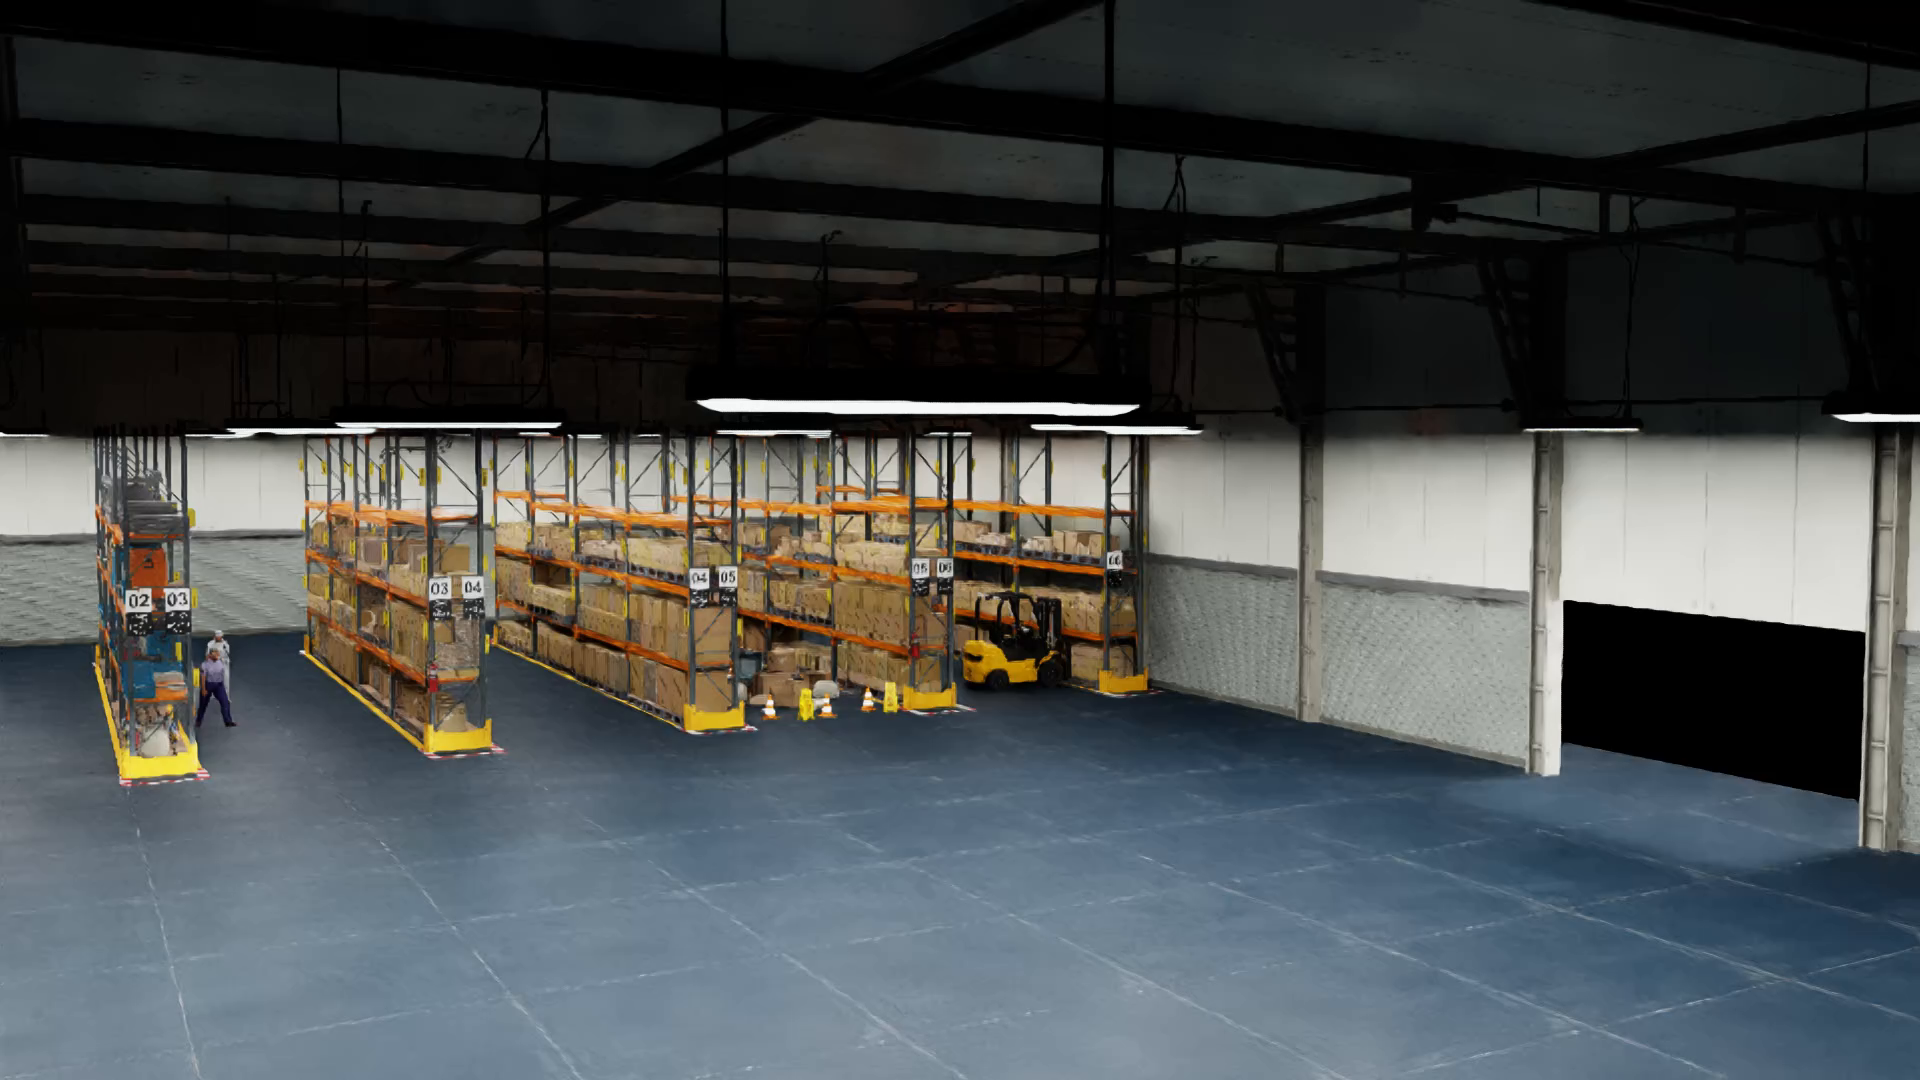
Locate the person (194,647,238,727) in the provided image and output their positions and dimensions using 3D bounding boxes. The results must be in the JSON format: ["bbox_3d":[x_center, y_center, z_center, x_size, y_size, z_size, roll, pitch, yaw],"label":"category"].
[{"bbox_3d":[-14.839,2.922,33.046,0.927,1.597,0.520,2,4,35],"label":"person"}]

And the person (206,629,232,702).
[{"bbox_3d":[-16.147,2.725,36.222,0.497,1.583,1.090,-2,4,-26],"label":"person"}]
